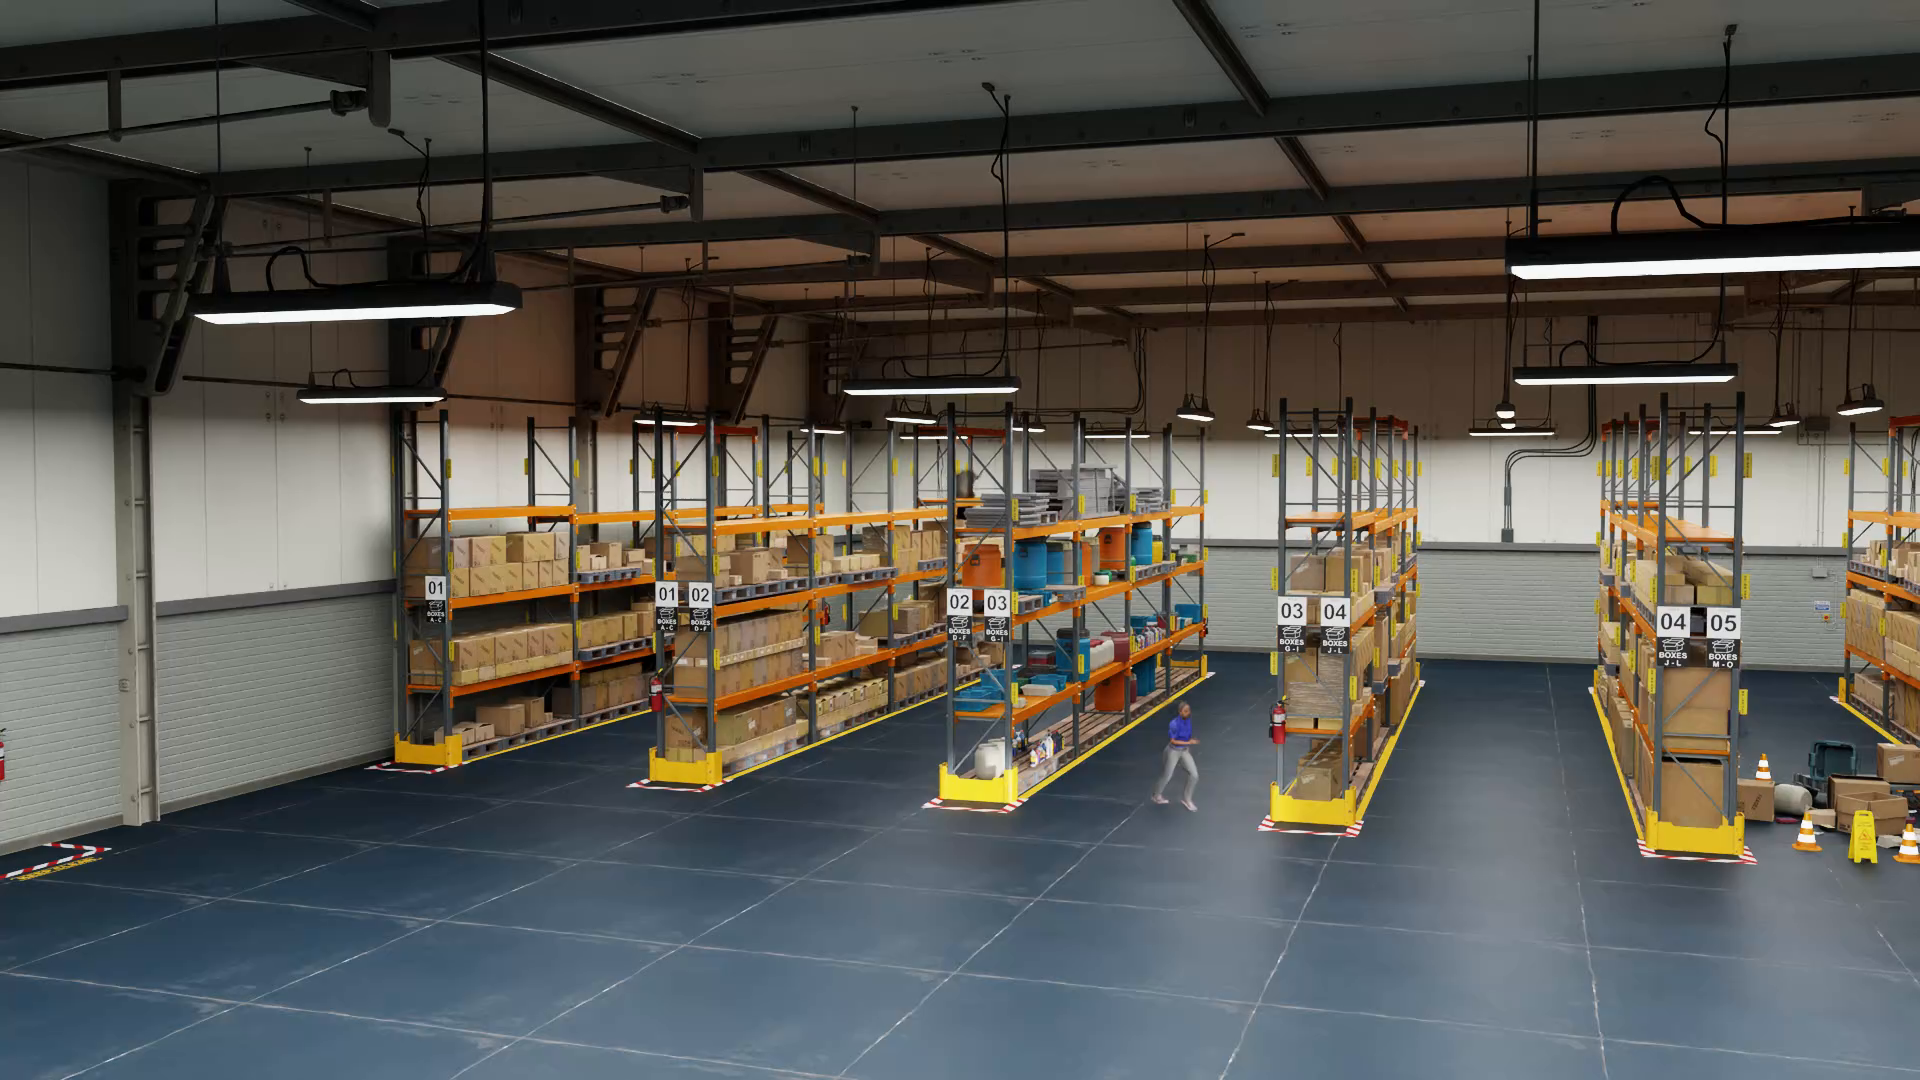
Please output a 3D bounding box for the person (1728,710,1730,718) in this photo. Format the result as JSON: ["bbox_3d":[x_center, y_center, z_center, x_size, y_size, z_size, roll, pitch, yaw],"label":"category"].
[{"bbox_3d":[14.973,2.826,32.703,0.606,1.560,0.593,1,3,14],"label":"person"}]

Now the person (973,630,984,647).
[{"bbox_3d":[0.611,2.267,42.849,1.010,1.777,0.665,0,2,7],"label":"person"}]

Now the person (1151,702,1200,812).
[{"bbox_3d":[3.197,3.160,24.356,0.578,1.626,0.961,-2,3,-35],"label":"person"}]
